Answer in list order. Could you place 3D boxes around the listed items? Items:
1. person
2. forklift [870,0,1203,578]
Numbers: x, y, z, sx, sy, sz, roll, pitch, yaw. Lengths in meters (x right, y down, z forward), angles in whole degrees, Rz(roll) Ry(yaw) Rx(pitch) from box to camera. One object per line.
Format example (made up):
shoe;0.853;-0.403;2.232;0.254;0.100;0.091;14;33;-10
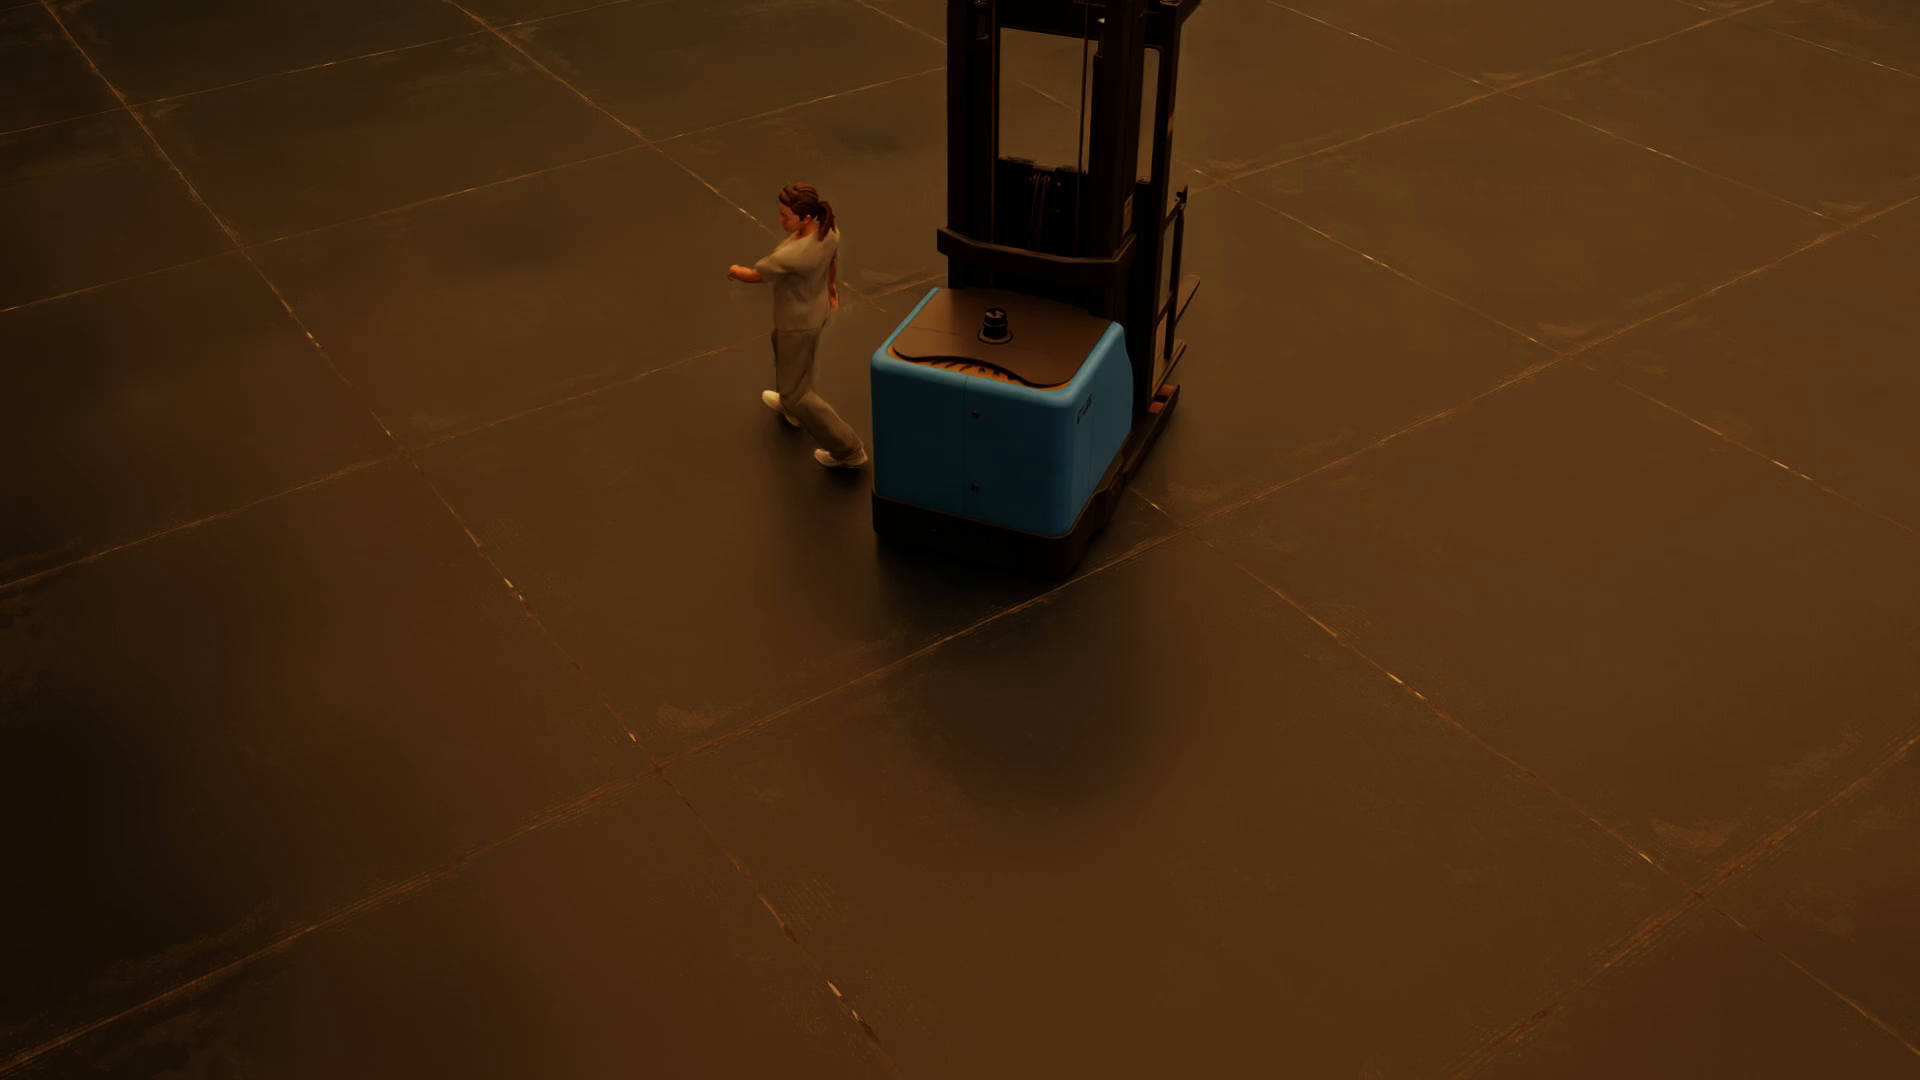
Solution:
person;-0.821;-1.198;8.712;0.823;1.582;0.644;11;38;14
forklift;0.591;-1.868;8.471;1.130;2.935;3.031;14;39;18
